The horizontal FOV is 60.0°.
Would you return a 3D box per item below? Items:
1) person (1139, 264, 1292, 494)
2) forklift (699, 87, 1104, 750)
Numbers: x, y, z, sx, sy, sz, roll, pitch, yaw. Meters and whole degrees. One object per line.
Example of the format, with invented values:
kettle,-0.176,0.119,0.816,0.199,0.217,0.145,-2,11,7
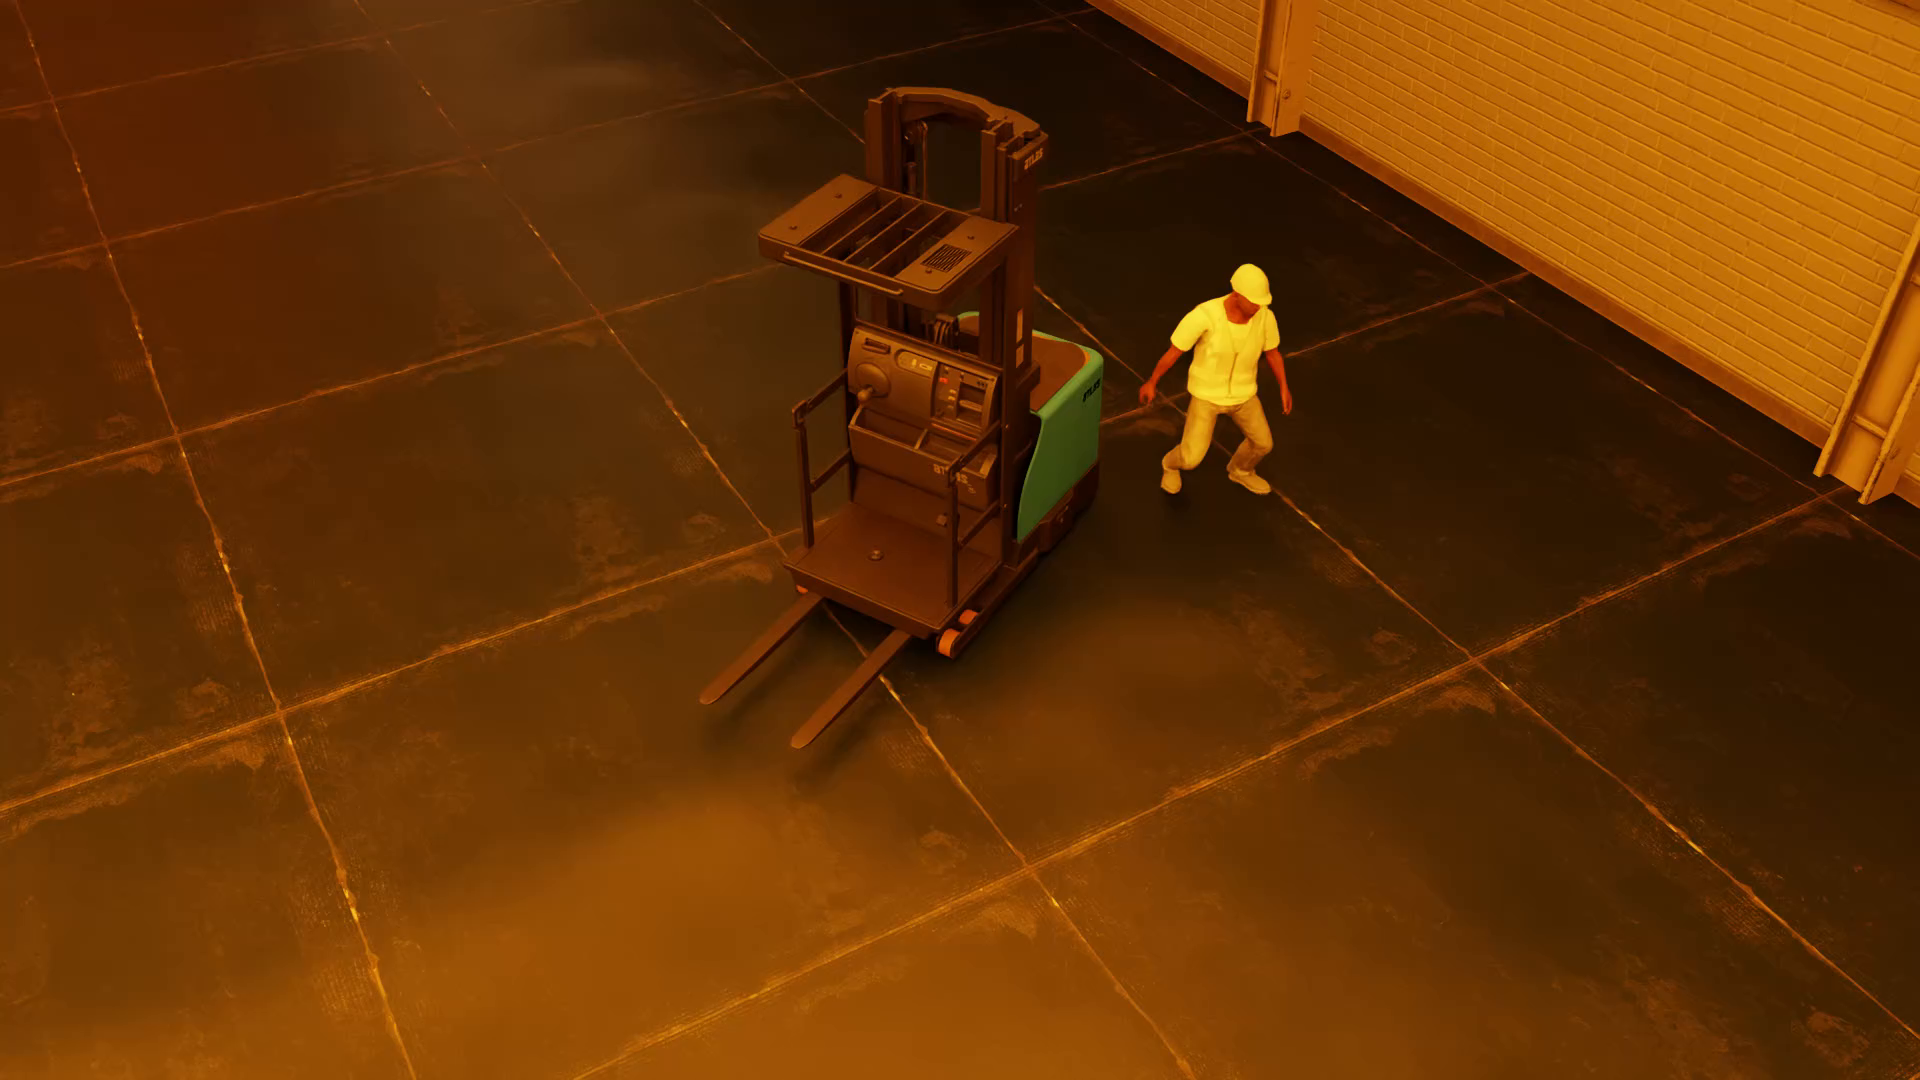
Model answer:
person,1.577,-0.934,10.150,0.945,1.678,0.493,-6,40,-7
forklift,-0.323,-0.797,8.997,1.130,2.935,3.031,22,44,24
